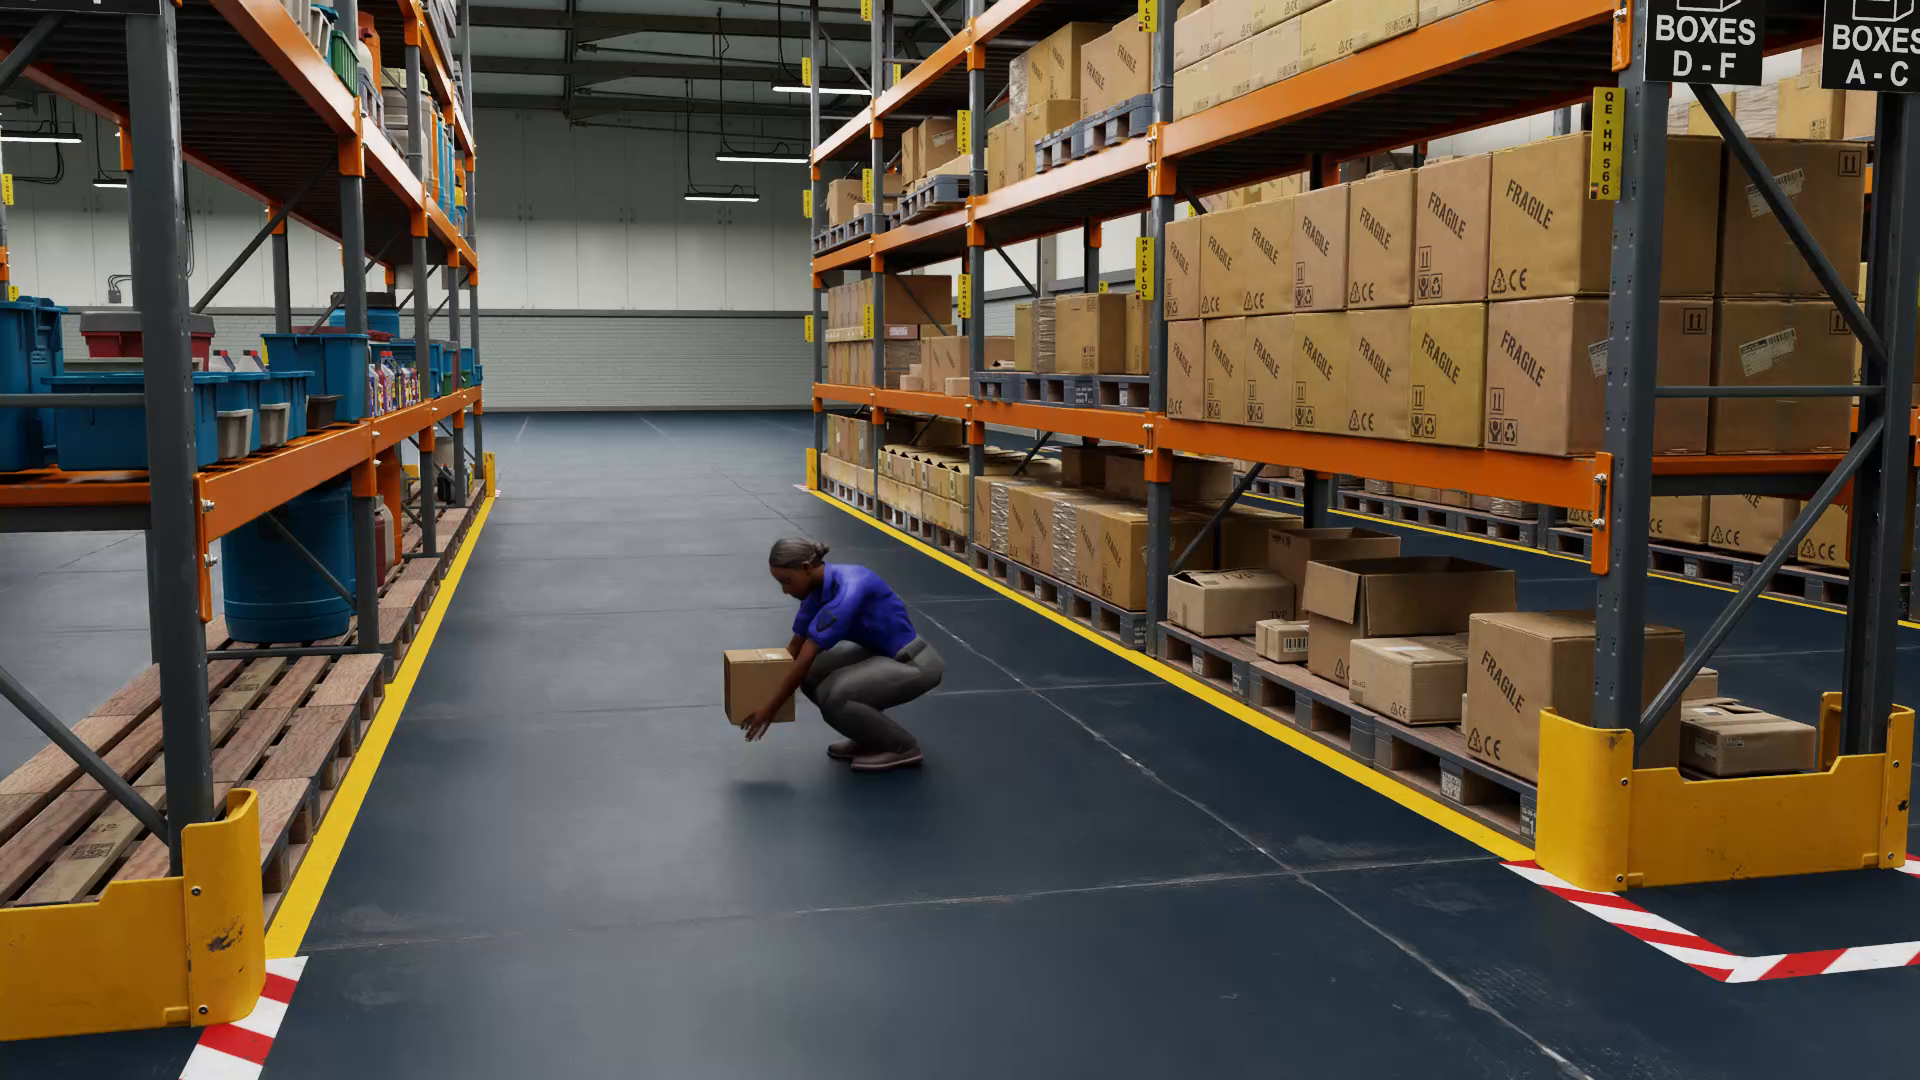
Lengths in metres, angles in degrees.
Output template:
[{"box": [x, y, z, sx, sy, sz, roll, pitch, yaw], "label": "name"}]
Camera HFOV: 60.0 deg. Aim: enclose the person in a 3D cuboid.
[{"box": [-0.475, 0.437, 6.618, 0.826, 0.934, 0.491, -2, 6, -14], "label": "person"}]
